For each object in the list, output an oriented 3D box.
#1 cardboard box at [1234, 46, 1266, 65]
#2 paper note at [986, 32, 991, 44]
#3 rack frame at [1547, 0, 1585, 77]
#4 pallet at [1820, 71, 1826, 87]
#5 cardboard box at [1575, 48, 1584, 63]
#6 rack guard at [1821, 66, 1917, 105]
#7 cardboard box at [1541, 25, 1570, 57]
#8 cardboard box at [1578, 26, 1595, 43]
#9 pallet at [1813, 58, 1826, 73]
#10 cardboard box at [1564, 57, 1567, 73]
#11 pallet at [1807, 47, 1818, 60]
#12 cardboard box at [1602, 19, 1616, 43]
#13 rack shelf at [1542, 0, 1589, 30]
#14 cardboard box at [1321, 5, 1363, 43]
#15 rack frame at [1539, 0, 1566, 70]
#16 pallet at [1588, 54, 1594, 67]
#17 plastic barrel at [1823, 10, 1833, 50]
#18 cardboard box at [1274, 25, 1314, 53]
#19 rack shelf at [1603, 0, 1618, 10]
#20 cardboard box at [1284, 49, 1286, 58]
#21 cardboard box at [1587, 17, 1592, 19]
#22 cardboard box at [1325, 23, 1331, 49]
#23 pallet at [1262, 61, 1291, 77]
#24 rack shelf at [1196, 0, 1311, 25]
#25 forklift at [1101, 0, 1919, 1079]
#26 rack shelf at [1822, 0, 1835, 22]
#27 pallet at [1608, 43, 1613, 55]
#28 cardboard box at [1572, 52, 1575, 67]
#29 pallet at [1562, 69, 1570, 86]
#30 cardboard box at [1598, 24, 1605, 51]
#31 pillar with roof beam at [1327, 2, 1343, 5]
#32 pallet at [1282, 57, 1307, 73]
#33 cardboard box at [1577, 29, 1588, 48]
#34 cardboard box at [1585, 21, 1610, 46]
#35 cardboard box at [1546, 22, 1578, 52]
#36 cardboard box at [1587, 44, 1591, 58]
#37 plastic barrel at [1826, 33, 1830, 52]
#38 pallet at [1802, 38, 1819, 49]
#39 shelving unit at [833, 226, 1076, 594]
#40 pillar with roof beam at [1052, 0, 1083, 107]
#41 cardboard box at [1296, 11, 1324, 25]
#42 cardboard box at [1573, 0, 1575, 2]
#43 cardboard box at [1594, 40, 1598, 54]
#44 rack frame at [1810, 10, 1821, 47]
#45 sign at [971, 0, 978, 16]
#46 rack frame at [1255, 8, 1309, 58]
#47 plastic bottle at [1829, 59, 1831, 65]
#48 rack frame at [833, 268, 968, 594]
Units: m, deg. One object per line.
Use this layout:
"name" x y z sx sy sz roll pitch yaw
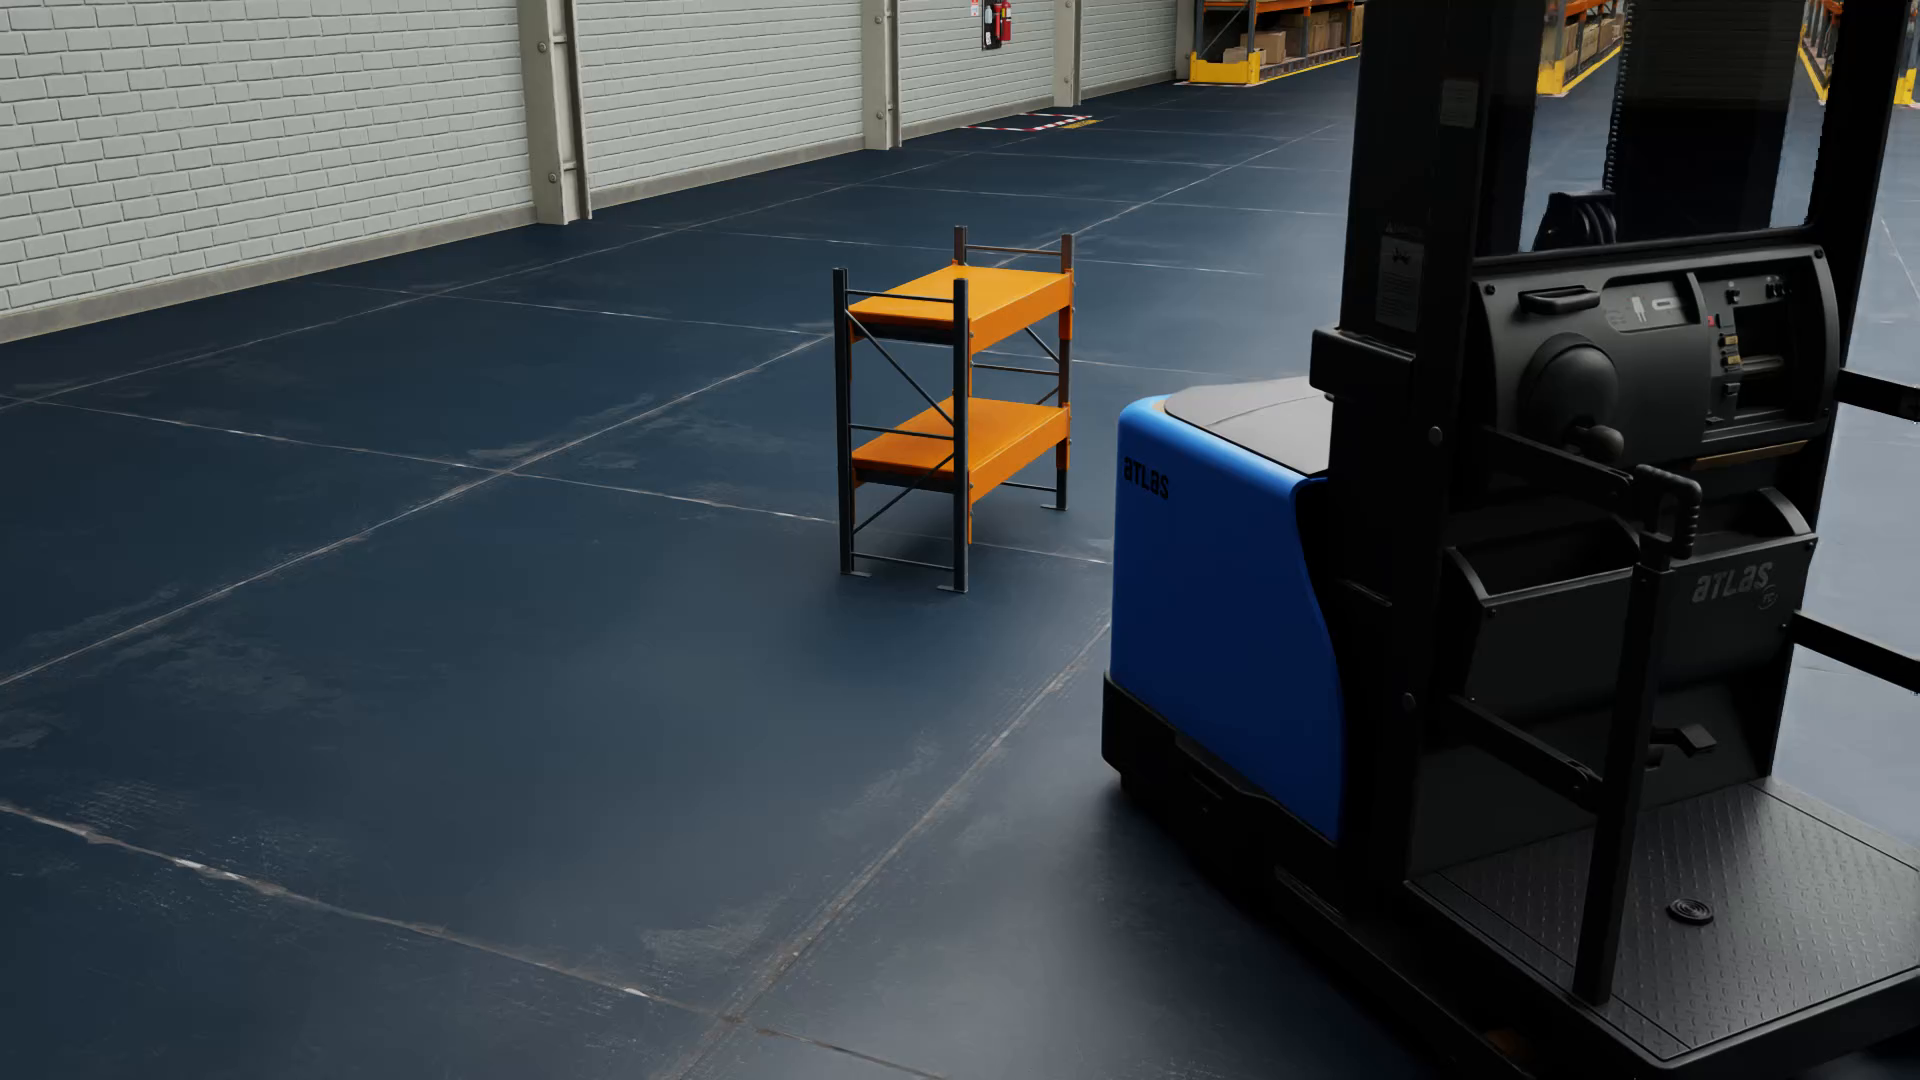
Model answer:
"cardboard box" 5.116 -8.603 29.540 0.500 0.311 0.500 11 22 27
"paper note" 0.376 -6.578 21.803 0.016 0.148 0.142 9 21 23
"rack frame" 10.676 -9.834 29.643 1.000 3.000 0.127 9 21 23
"pallet" 14.881 -7.639 27.635 1.003 0.211 1.213 9 21 23
"cardboard box" 11.067 -8.825 30.285 0.500 0.250 0.500 8 21 21
"rack guard" 13.544 -6.782 24.793 1.175 0.500 0.348 9 21 23
"cardboard box" 9.857 -8.308 27.710 0.500 0.500 0.500 9 21 23
"cardboard box" 11.908 -9.715 31.950 0.500 0.311 0.500 8 21 22
"pallet" 16.479 -8.830 30.983 1.003 0.211 1.213 9 21 23
"cardboard box" 9.867 -7.953 27.831 0.500 0.250 0.500 9 21 23
"pallet" 18.116 -10.054 34.425 1.003 0.211 1.213 9 21 23
"cardboard box" 14.011 -11.119 36.330 0.500 0.500 0.500 8 21 22
"rack shelf" 9.857 -8.883 28.044 1.077 0.370 4.000 9 21 23
"cardboard box" 8.214 -11.127 35.861 0.750 0.750 0.750 8 21 22
"rack frame" 9.038 -8.611 26.205 1.000 3.000 0.127 9 21 23
"pallet" 11.941 -9.496 32.856 1.003 0.211 1.213 9 21 23
"plastic barrel" 17.941 -10.427 33.817 0.600 0.901 0.708 9 21 23
"cardboard box" 6.607 -9.934 32.999 0.700 0.500 0.500 8 21 22
"rack shelf" 13.133 -11.329 34.921 1.077 0.370 4.000 9 21 23
"cardboard box" 5.964 -9.217 31.481 0.380 0.166 0.250 6 20 16
"cardboard box" 13.927 -11.522 37.464 0.500 0.500 0.500 9 21 23
"cardboard box" 7.229 -10.396 34.298 0.700 0.500 0.500 9 21 23
"pallet" 5.414 -8.614 30.375 1.003 0.211 1.213 9 21 23
"rack shelf" 5.336 -9.562 29.953 1.077 0.370 4.000 9 21 23
"forklift" 1.483 -0.357 3.098 1.130 2.935 3.031 -9 22 -24
"rack shelf" 16.013 -9.425 29.568 1.077 0.370 4.000 9 21 23
"pallet" 13.653 -10.711 36.273 1.003 0.211 1.213 9 21 23
"cardboard box" 10.472 -8.413 29.125 0.500 0.250 0.500 9 21 23
"pallet" 9.814 -7.908 28.390 1.003 0.211 1.213 9 21 23
"cardboard box" 12.761 -10.186 33.707 0.500 0.500 0.500 10 22 25
"pillar with roof beam" 12.856 -15.526 36.697 9.100 9.000 0.400 9 21 23
"pallet" 5.912 -8.988 31.427 1.003 0.211 1.213 9 21 23
"cardboard box" 11.282 -9.245 30.627 0.500 0.311 0.500 8 21 22
"cardboard box" 13.389 -10.660 35.039 0.500 0.500 0.500 8 21 21
"cardboard box" 10.470 -8.766 29.000 0.500 0.500 0.500 9 21 23
"cardboard box" 11.697 -9.295 31.607 0.500 0.250 0.500 9 21 24
"plastic barrel" 17.166 -9.738 32.460 0.421 0.512 0.421 0 20 0
"pallet" 19.734 -11.261 37.817 1.003 0.211 1.213 9 21 23
"shelving unit" 0.003 -0.532 6.286 0.538 1.125 1.048 9 21 23
"pillar with roof beam" 5.485 -10.024 21.225 9.100 9.000 0.400 9 21 23
"cardboard box" 7.049 -10.567 33.660 0.500 0.250 0.500 8 21 22
"cardboard box" 10.290 -9.582 28.787 0.700 0.500 0.500 8 21 22
"cardboard box" 12.321 -9.764 32.925 0.500 0.250 0.500 9 22 24
"rack frame" 18.470 -11.598 34.605 1.000 3.000 0.127 9 21 23
"sign" 0.191 -6.900 21.340 0.001 0.329 0.234 9 21 23
"rack frame" 6.155 -10.512 31.551 1.000 3.000 0.127 9 21 23
"plastic bottle" 14.407 -7.865 27.403 0.144 0.351 0.185 8 21 20
"rack frame" -0.205 -0.377 5.849 0.500 1.125 0.032 9 21 23
